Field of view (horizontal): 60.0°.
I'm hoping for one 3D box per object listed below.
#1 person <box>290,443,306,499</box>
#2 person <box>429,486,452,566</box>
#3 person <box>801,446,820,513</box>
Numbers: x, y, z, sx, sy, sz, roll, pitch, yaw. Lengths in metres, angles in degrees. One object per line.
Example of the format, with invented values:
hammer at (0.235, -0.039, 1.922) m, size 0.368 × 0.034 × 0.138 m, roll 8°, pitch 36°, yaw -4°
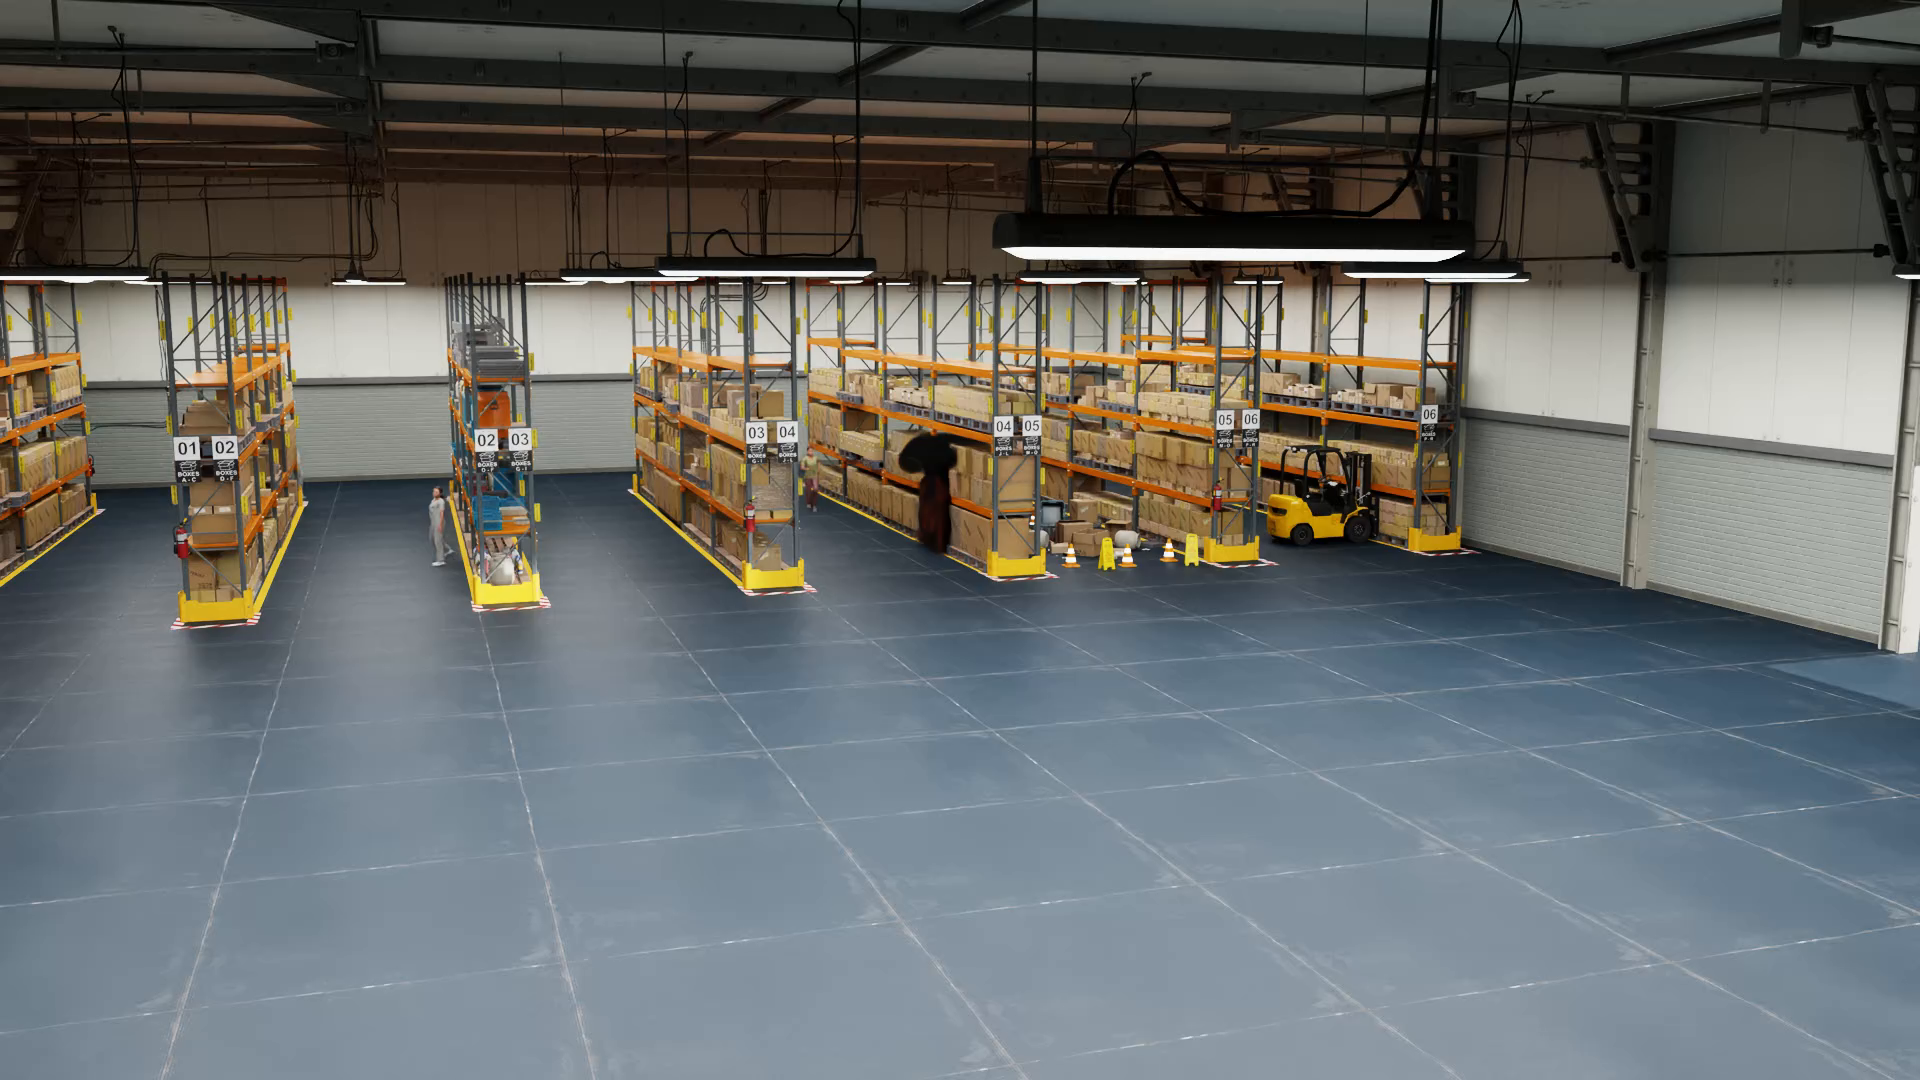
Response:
person at (-18.303, -1.933, 45.691) m, size 0.774 × 1.584 × 0.544 m, roll 4°, pitch 10°, yaw 26°
person at (-10.854, -0.321, 34.717) m, size 0.657 × 1.667 × 0.601 m, roll 8°, pitch 12°, yaw 44°
person at (-3.854, -1.576, 42.981) m, size 0.537 × 1.713 × 0.805 m, roll -2°, pitch 9°, yaw -11°
